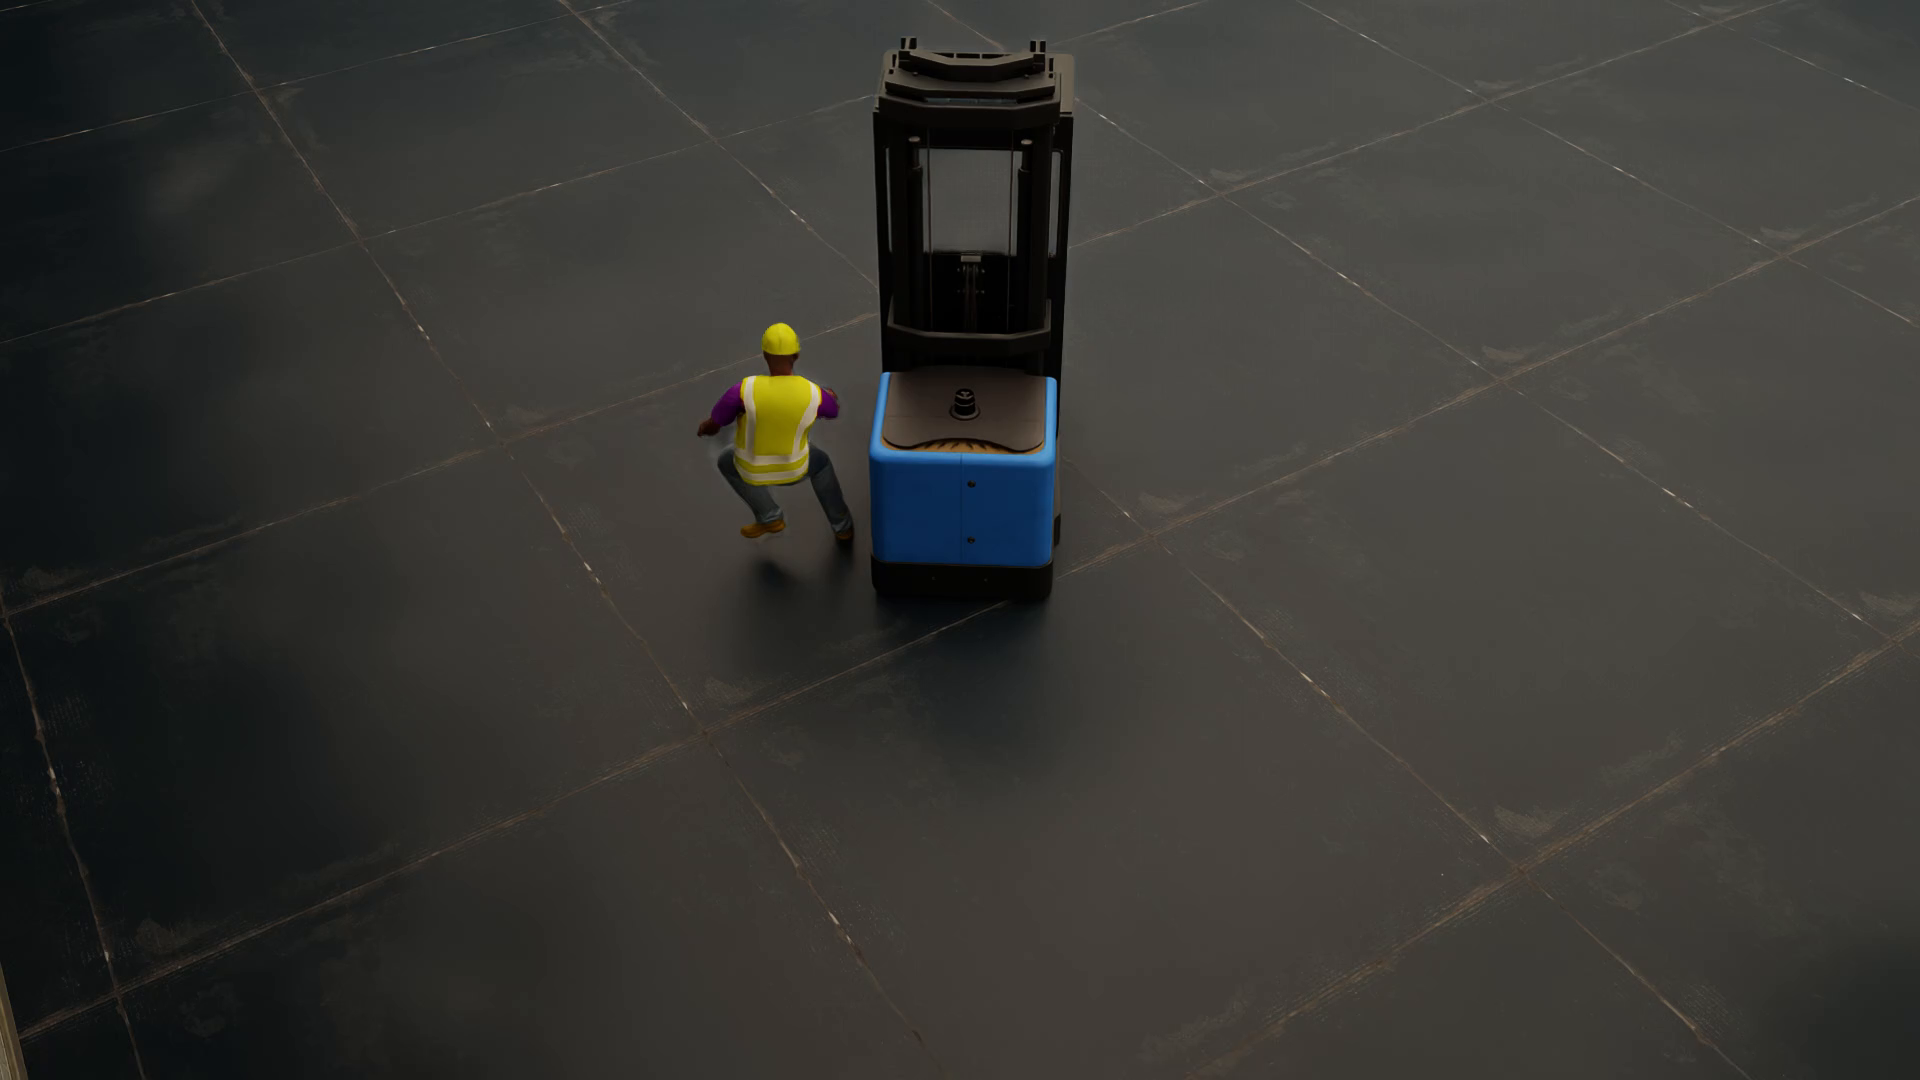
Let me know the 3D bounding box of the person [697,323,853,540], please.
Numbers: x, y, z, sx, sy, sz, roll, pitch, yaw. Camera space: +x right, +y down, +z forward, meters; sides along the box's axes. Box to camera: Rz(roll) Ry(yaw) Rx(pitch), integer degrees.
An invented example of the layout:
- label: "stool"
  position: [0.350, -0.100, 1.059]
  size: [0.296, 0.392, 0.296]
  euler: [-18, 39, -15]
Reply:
- label: "person"
  position: [-1.076, -0.629, 9.579]
  size: [0.864, 1.556, 0.733]
  euler: [-7, 42, -7]

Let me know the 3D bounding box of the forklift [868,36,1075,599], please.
- label: "forklift"
  position: [0.086, -1.719, 9.838]
  size: [1.130, 2.935, 3.031]
  euler: [2, 41, 2]
